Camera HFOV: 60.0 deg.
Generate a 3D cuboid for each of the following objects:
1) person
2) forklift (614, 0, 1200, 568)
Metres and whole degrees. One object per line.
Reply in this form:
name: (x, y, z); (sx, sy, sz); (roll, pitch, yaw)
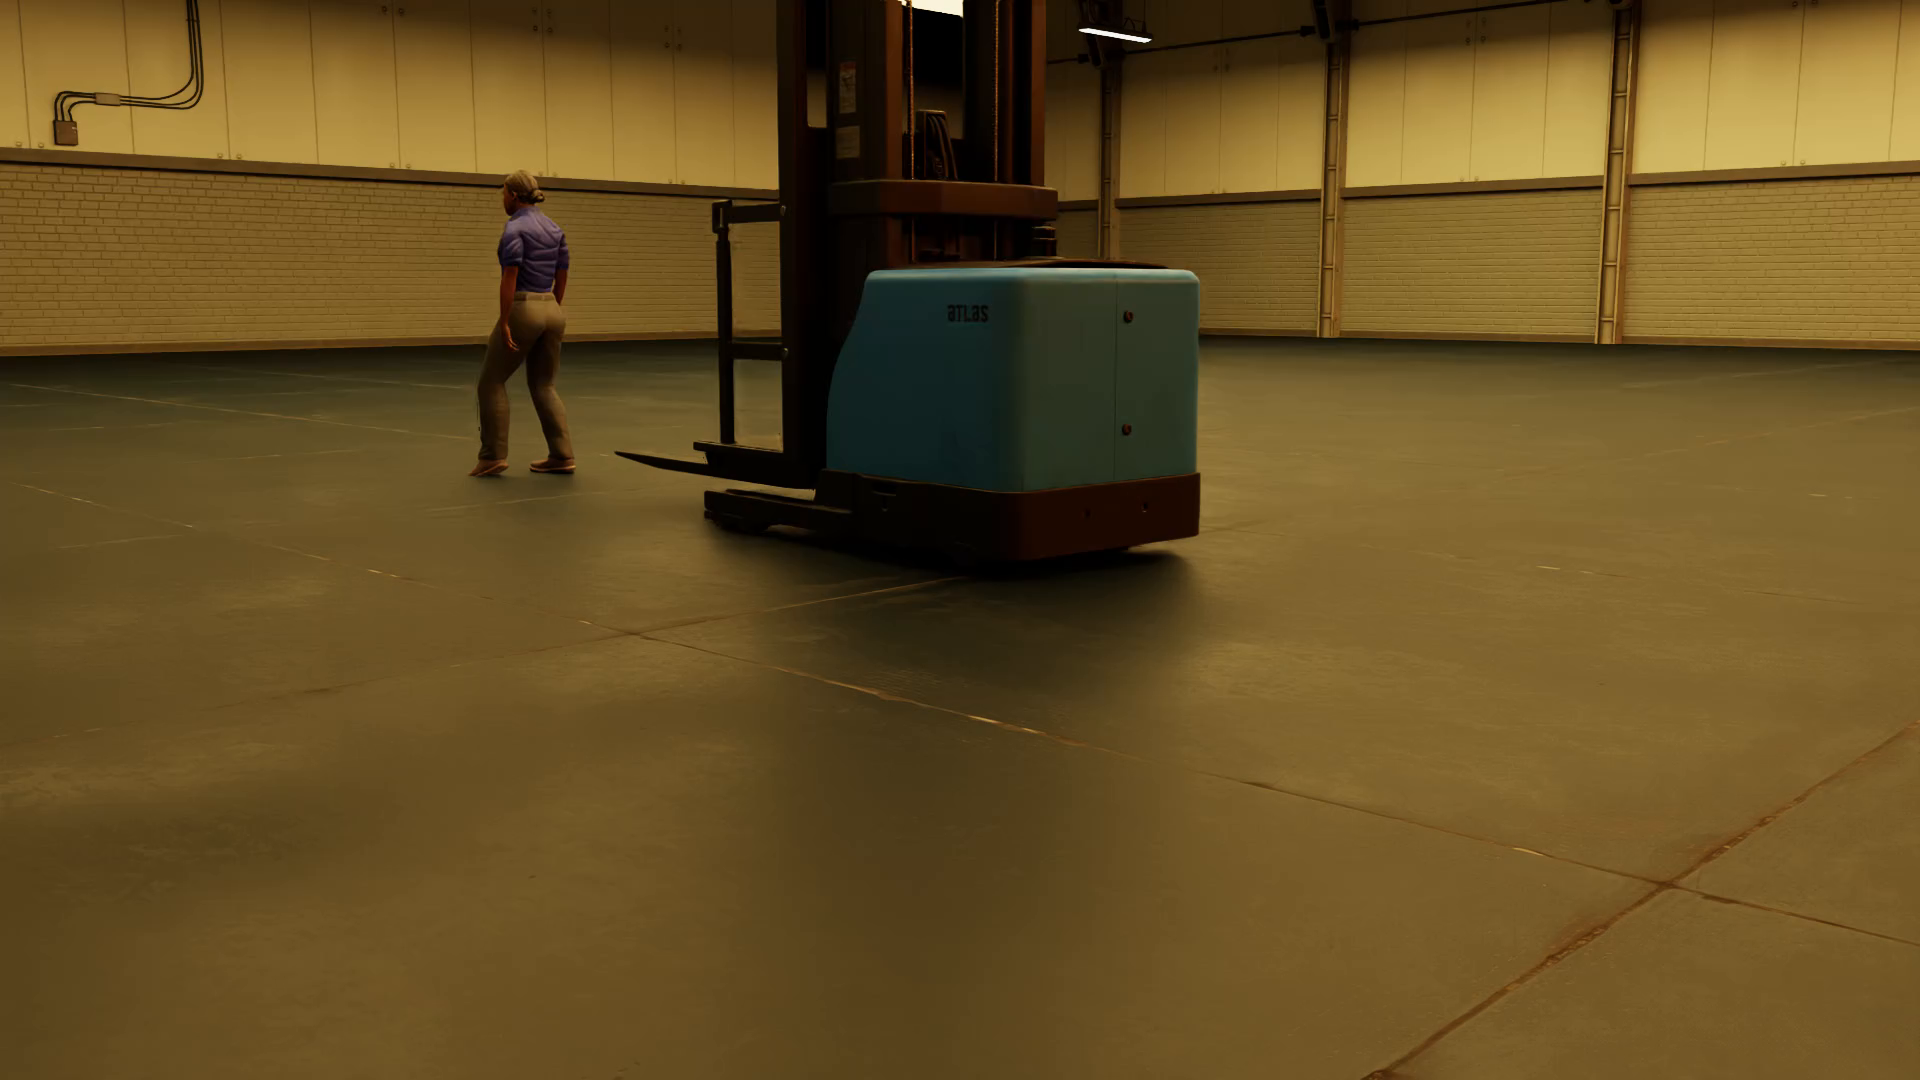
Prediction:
person: (-2.405, -1.154, 9.088); (0.502, 1.702, 0.553); (4, 10, 27)
forklift: (-0.432, -1.519, 6.960); (1.130, 2.935, 3.031); (-7, 11, -41)
